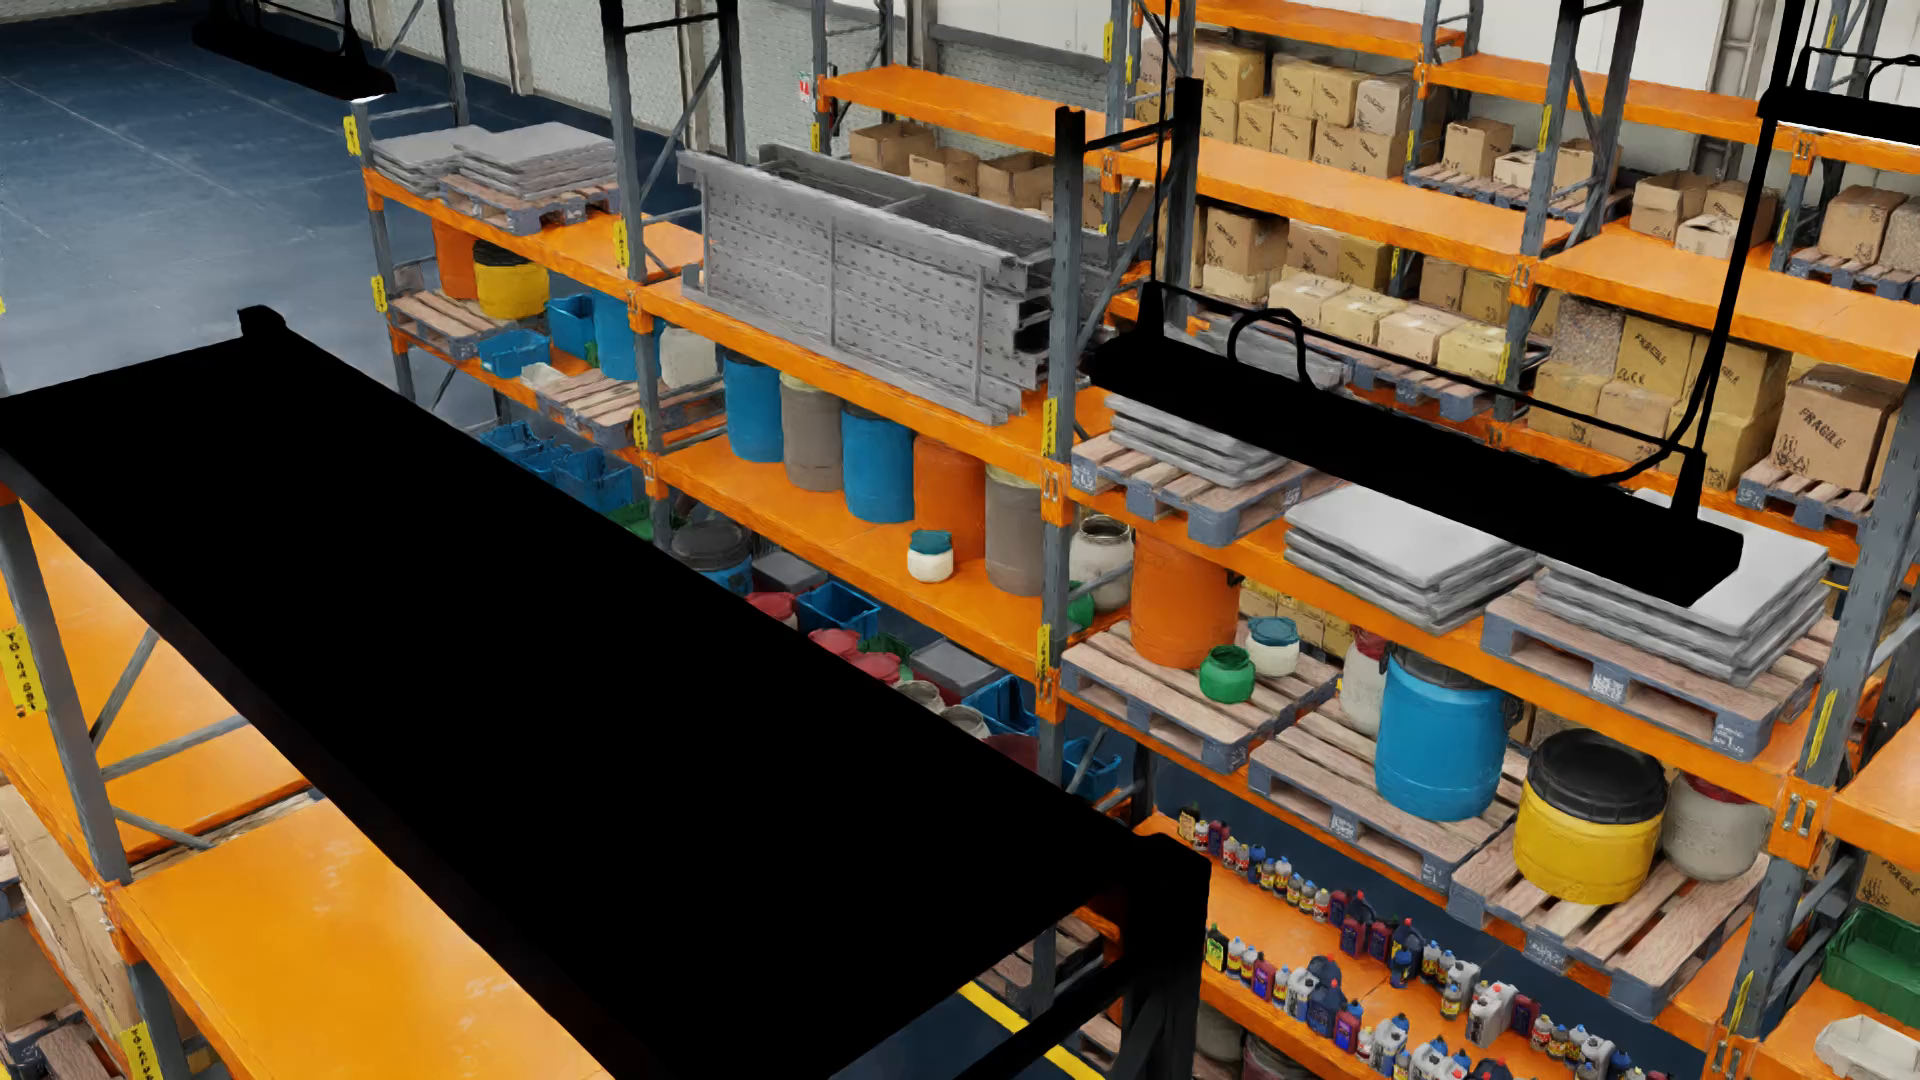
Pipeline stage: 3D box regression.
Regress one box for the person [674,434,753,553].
[{"bbox_3d":[-2.466,-0.624,16.257,0.844,1.661,0.682,15,32,26],"label":"person"}]
